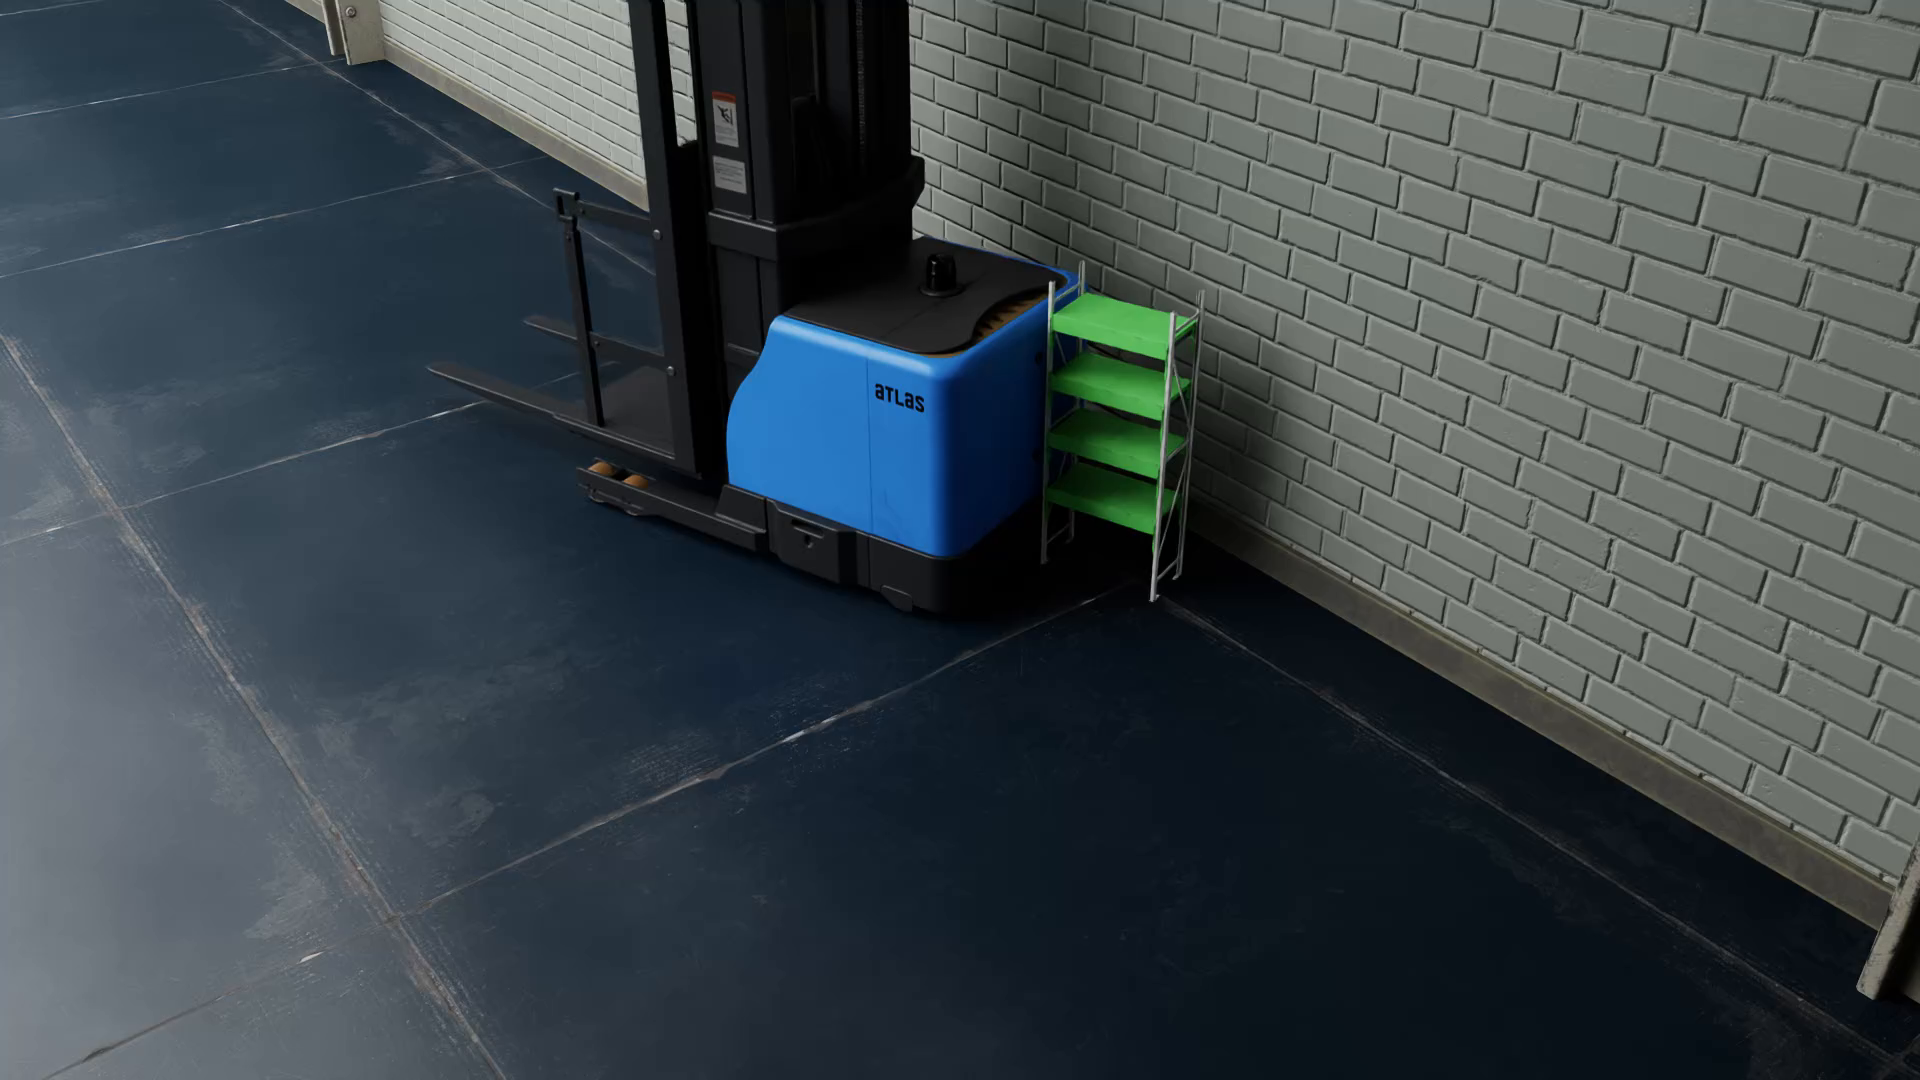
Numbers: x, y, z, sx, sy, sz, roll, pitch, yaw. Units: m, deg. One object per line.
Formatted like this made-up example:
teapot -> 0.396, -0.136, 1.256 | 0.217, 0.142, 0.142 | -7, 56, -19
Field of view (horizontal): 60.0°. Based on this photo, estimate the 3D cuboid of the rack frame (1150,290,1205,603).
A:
rack frame -> 0.799, -0.324, 6.135 | 0.015, 1.200, 0.240 | 19, 37, 28

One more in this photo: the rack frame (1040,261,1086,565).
rack frame -> 0.391, -0.466, 6.363 | 0.015, 1.200, 0.240 | 19, 37, 28

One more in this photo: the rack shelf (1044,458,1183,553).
rack shelf -> 0.595, -0.137, 6.409 | 0.480, 0.148, 0.258 | 19, 37, 28

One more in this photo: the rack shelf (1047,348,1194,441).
rack shelf -> 0.595, -0.545, 6.156 | 0.480, 0.148, 0.258 | 19, 37, 28

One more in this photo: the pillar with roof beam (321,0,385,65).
pillar with roof beam -> -7.983, -6.129, 8.088 | 9.100, 9.000, 0.400 | -22, 38, -31

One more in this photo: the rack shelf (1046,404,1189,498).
rack shelf -> 0.595, -0.341, 6.283 | 0.480, 0.148, 0.258 | 19, 37, 28

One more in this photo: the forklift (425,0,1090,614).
forklift -> -1.002, -1.558, 6.481 | 3.031, 2.935, 1.130 | 19, 37, 28

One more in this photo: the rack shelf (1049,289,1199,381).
rack shelf -> 0.595, -0.749, 6.029 | 0.480, 0.148, 0.258 | 19, 37, 28

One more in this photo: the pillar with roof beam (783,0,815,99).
pillar with roof beam -> -4.304, -3.628, 4.062 | 9.100, 9.000, 0.400 | -22, 38, -31

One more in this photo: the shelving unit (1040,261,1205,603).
shelving unit -> 0.595, -0.395, 6.249 | 0.503, 1.200, 0.258 | 19, 37, 28
